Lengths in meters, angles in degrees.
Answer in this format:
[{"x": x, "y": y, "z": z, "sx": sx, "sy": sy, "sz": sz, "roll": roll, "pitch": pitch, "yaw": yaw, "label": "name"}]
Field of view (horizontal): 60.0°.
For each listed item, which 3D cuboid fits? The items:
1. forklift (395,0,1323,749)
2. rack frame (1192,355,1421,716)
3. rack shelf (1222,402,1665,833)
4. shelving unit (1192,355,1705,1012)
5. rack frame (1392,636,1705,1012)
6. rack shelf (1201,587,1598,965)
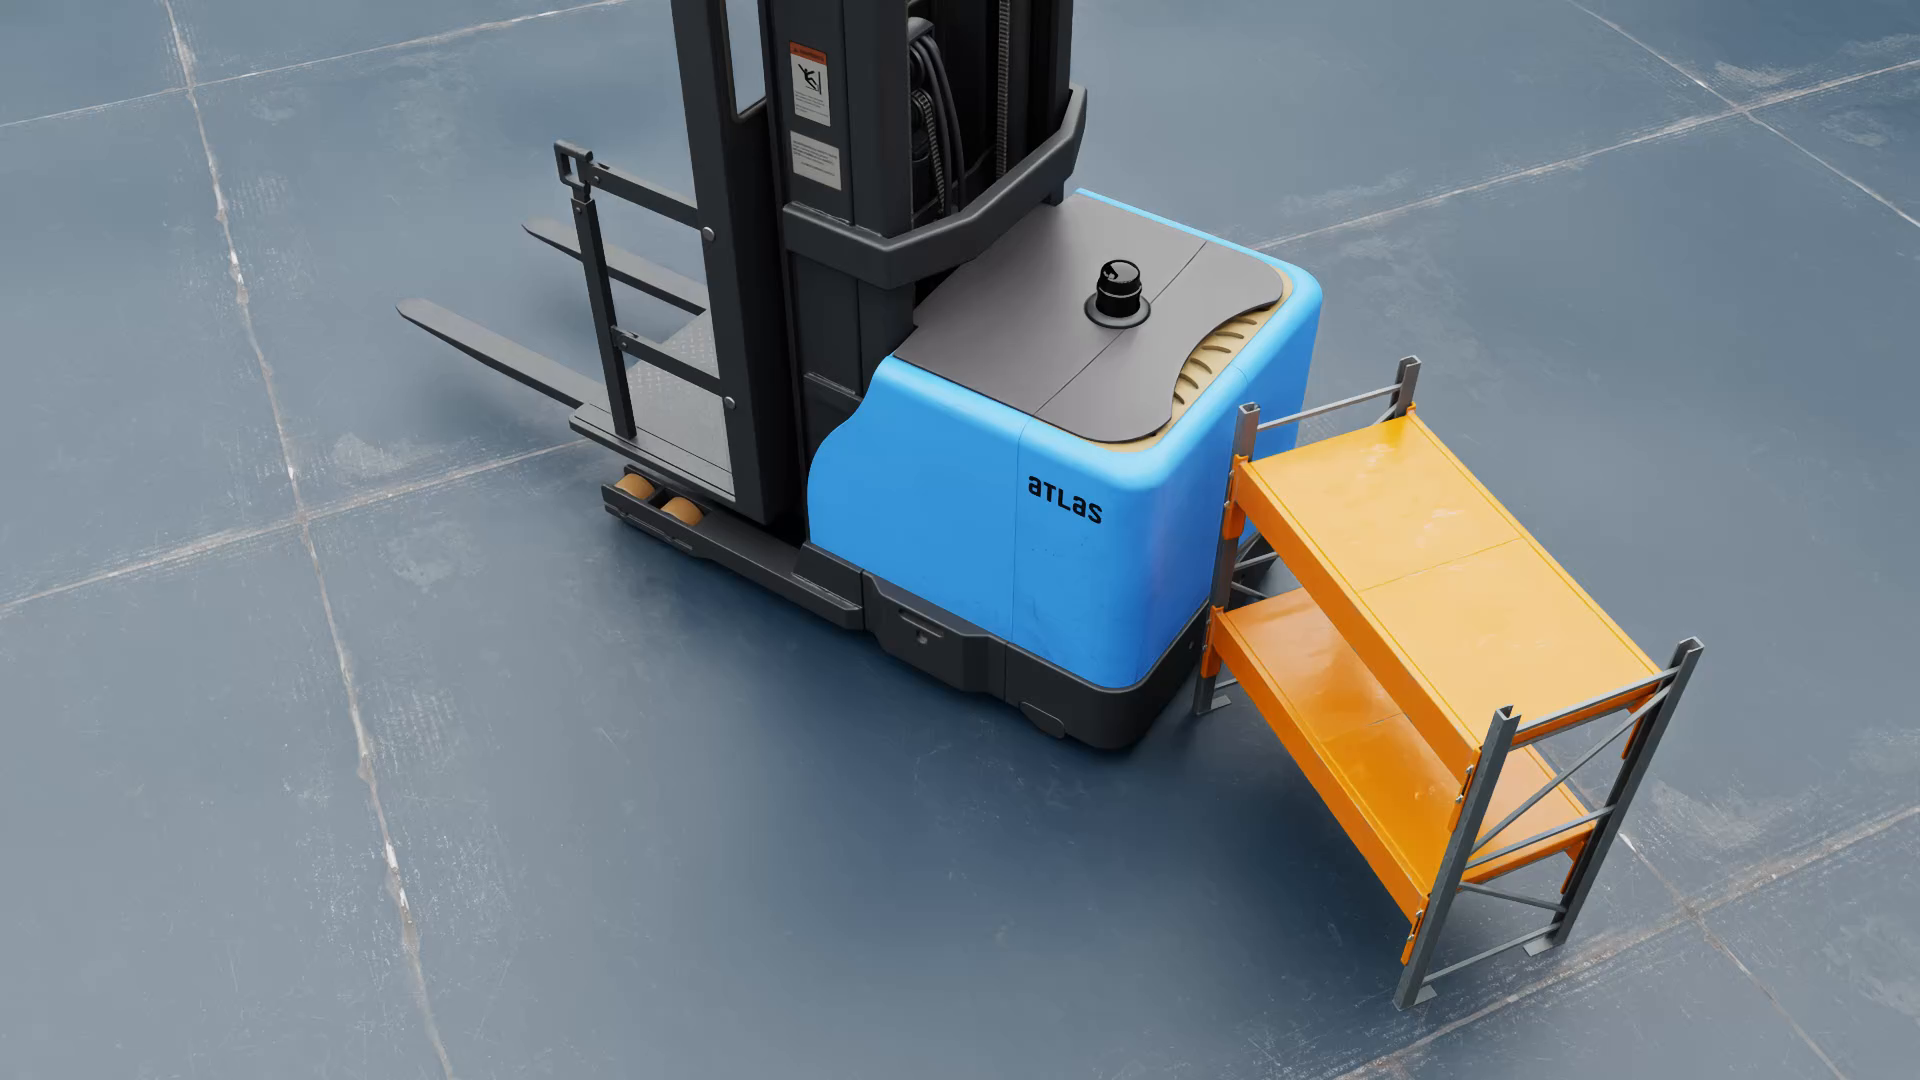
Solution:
[{"x": -0.518, "y": -1.291, "z": 4.471, "sx": 3.031, "sy": 2.935, "sz": 1.130, "roll": 26, "pitch": 50, "yaw": 24, "label": "forklift"}, {"x": 0.901, "y": 0.022, "z": 4.427, "sx": 0.500, "sy": 1.125, "sz": 0.032, "roll": -17, "pitch": 47, "yaw": -16, "label": "rack frame"}, {"x": 1.100, "y": 0.142, "z": 3.889, "sx": 0.538, "sy": 0.278, "sz": 1.000, "roll": -17, "pitch": 47, "yaw": -16, "label": "rack shelf"}, {"x": 1.100, "y": 0.350, "z": 4.094, "sx": 0.538, "sy": 1.125, "sz": 1.048, "roll": -17, "pitch": 47, "yaw": -16, "label": "shelving unit"}, {"x": 1.300, "y": 0.678, "z": 3.762, "sx": 0.500, "sy": 1.125, "sz": 0.032, "roll": -17, "pitch": 47, "yaw": -16, "label": "rack frame"}, {"x": 1.100, "y": 0.524, "z": 4.266, "sx": 0.538, "sy": 0.278, "sz": 1.000, "roll": -17, "pitch": 47, "yaw": -16, "label": "rack shelf"}]
